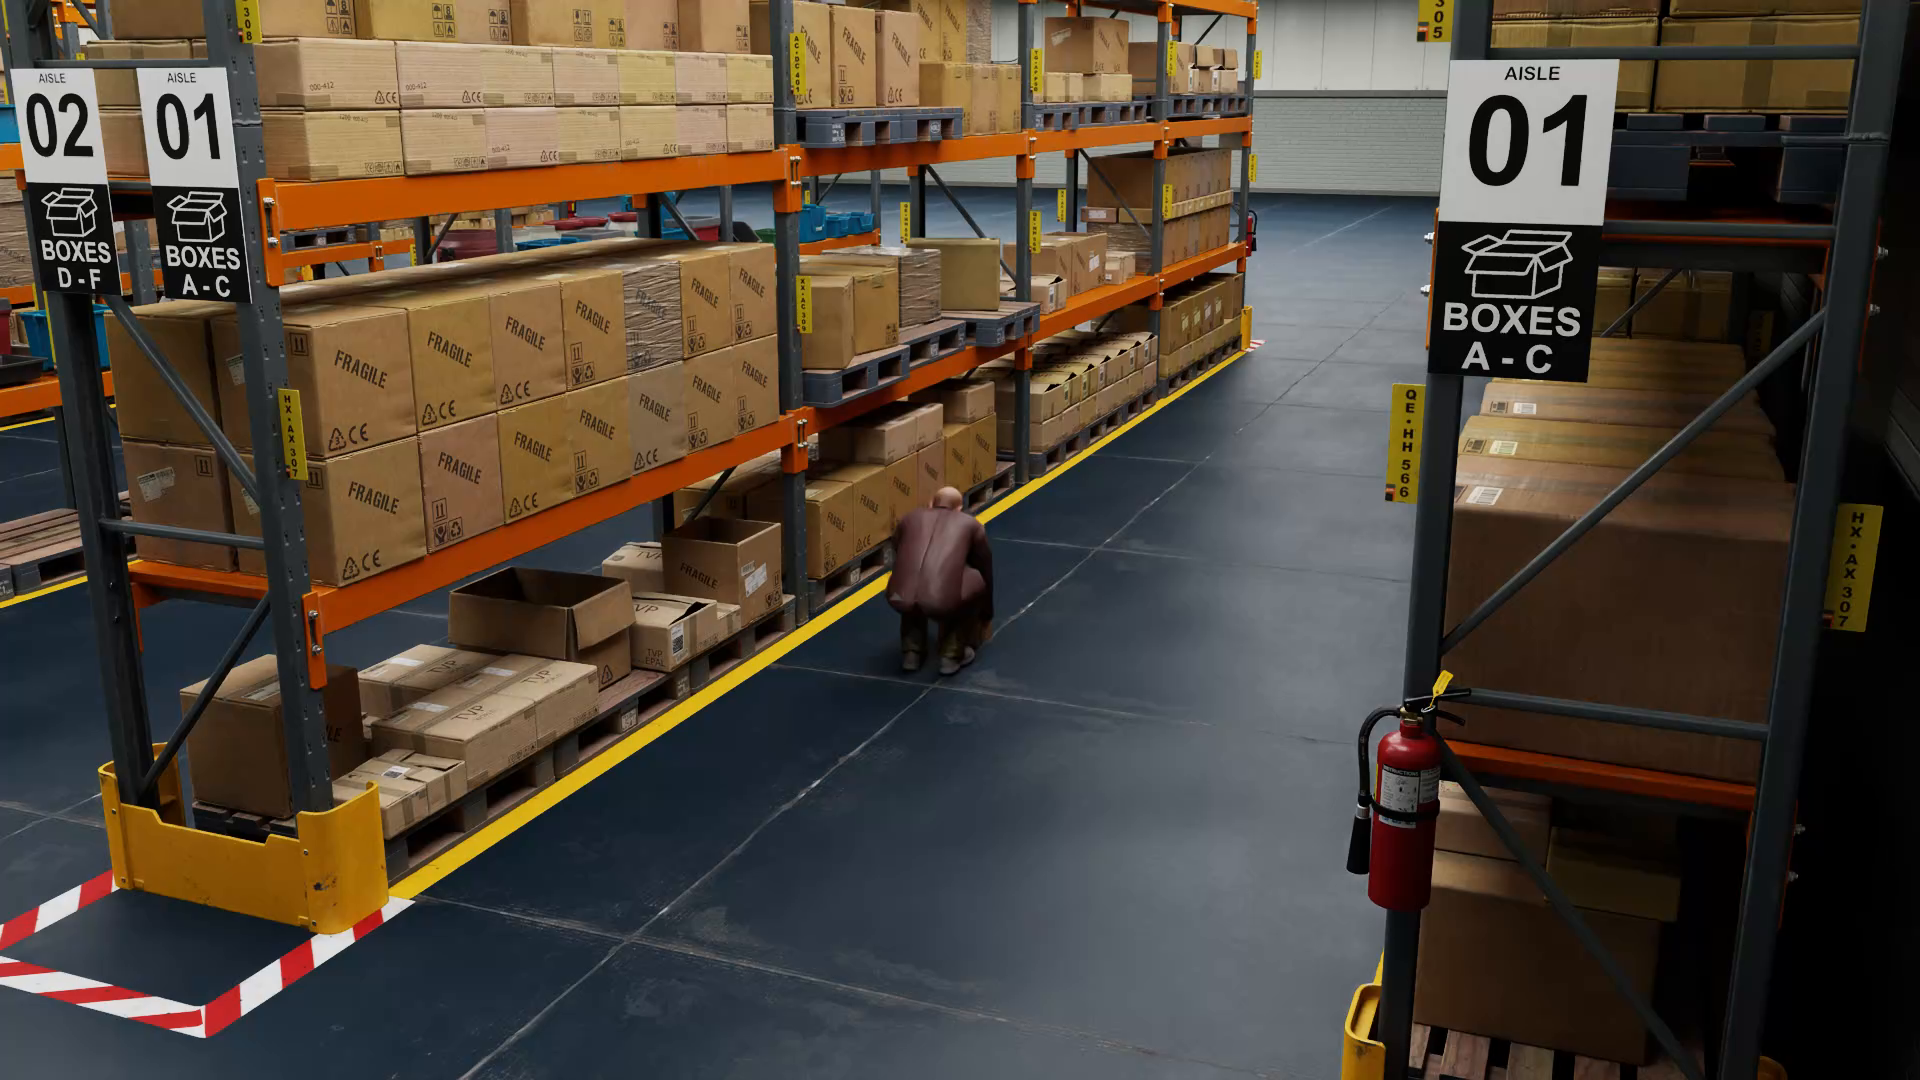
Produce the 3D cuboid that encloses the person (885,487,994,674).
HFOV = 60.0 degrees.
[{"bbox_3d":[-0.123,0.239,9.340,0.603,0.904,0.907,5,16,18],"label":"person"}]
